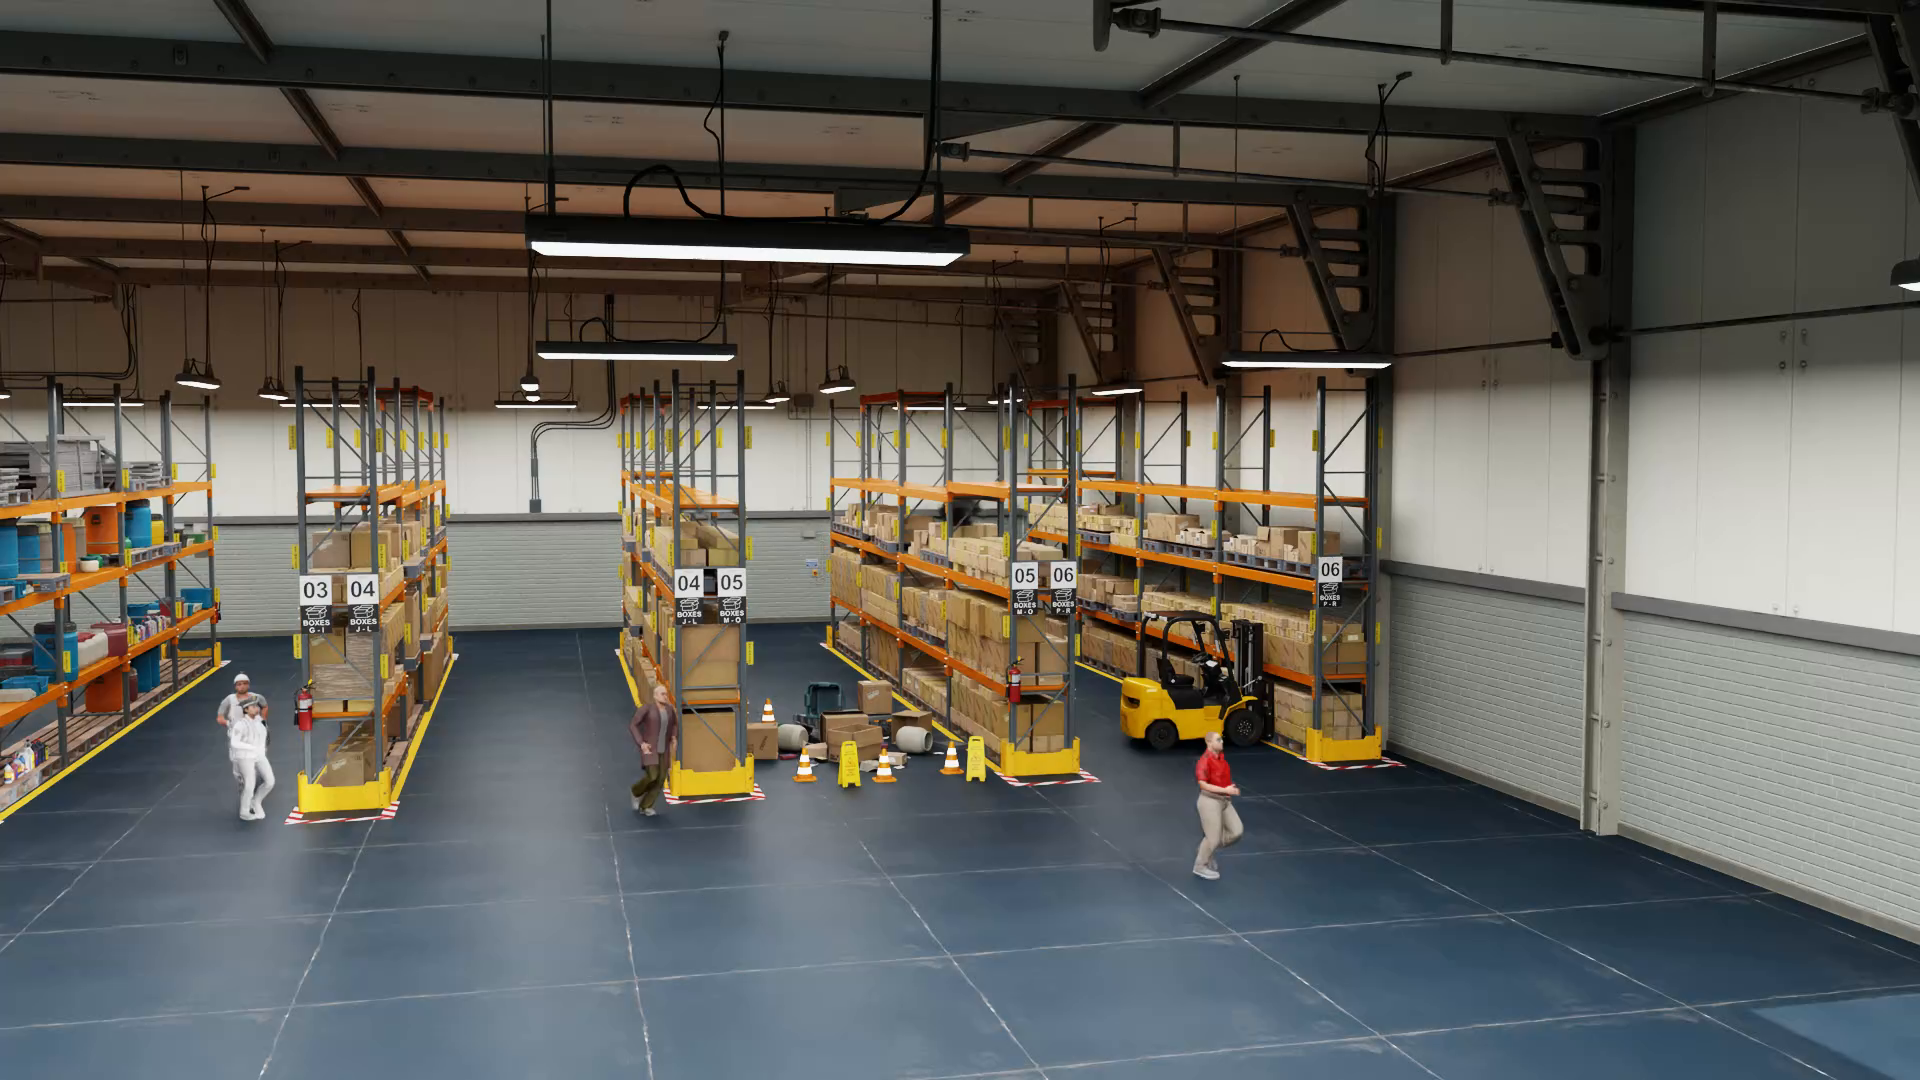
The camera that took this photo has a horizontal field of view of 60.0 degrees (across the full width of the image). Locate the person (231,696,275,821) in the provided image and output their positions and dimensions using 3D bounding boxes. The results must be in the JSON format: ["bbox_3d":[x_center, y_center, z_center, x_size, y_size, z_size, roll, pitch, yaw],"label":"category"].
[{"bbox_3d":[-9.250,2.862,21.787,0.597,1.663,0.618,2,4,30],"label":"person"}]

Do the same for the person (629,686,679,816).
[{"bbox_3d":[-4.076,2.815,22.339,0.625,1.721,0.727,3,5,45],"label":"person"}]

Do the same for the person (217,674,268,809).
[{"bbox_3d":[-9.851,2.730,22.869,0.657,1.791,0.999,-2,4,-25],"label":"person"}]

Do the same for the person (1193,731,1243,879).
[{"bbox_3d":[2.958,3.020,18.968,0.607,1.688,0.651,3,4,36],"label":"person"}]
